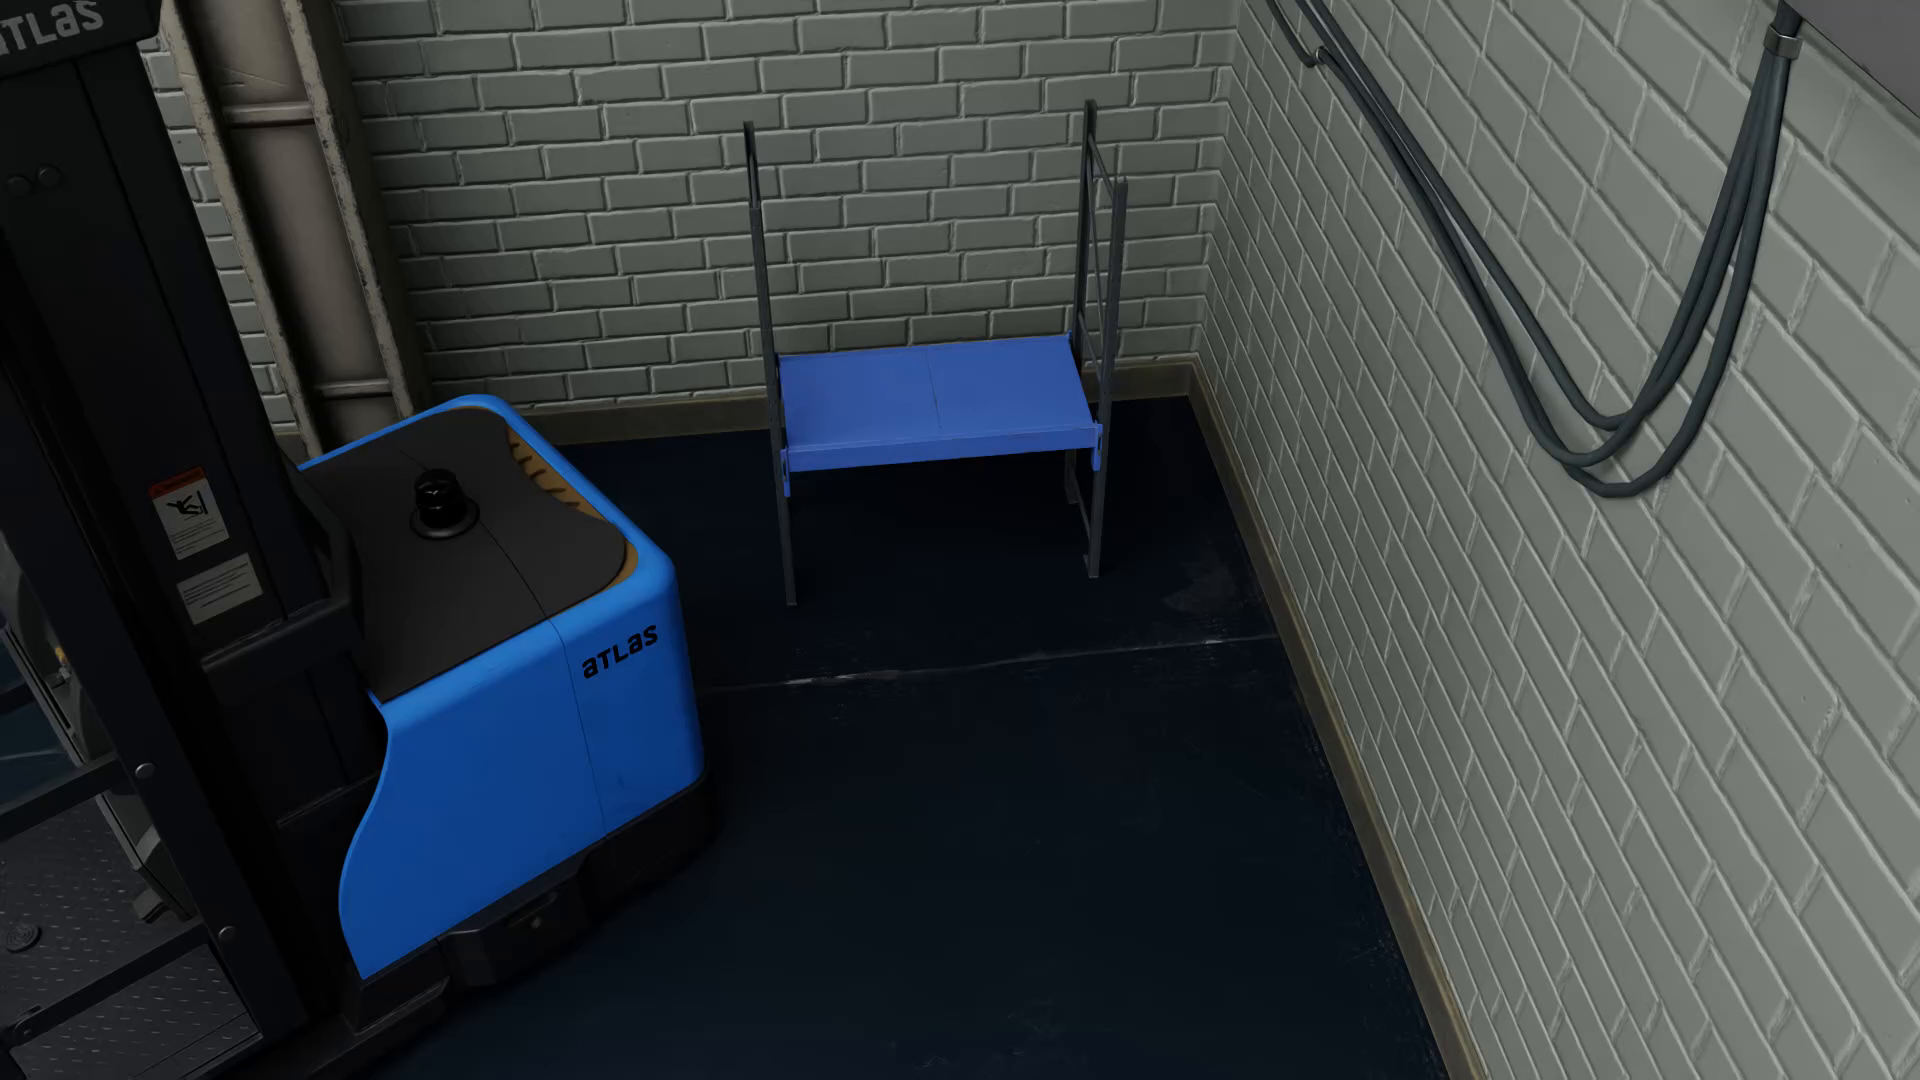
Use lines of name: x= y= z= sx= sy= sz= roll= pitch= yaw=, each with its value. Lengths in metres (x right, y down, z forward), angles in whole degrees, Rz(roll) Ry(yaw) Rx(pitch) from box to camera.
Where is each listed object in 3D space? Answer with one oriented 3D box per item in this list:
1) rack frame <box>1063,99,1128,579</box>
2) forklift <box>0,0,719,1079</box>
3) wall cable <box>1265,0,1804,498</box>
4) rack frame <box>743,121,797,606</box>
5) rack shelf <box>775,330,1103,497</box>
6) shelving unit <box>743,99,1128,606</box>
rack frame: x=0.419 y=-0.594 z=5.288 sx=0.032 sy=1.500 sz=0.500 roll=-5 pitch=42 yaw=-6
forklift: x=-2.142 y=0.159 z=3.386 sx=3.031 sy=2.935 sz=1.130 roll=-29 pitch=50 yaw=-29
wall cable: x=1.030 y=-1.852 z=3.403 sx=0.112 sy=2.526 sz=3.097 roll=-5 pitch=42 yaw=-6
rack frame: x=-0.589 y=-0.505 z=5.190 sx=0.032 sy=1.500 sz=0.500 roll=-5 pitch=42 yaw=-6
rack shelf: x=-0.085 y=-0.416 z=5.360 sx=1.000 sy=0.185 sz=0.538 roll=-5 pitch=42 yaw=-6
shelving unit: x=-0.085 y=-0.550 z=5.239 sx=1.048 sy=1.500 sz=0.538 roll=-5 pitch=42 yaw=-6
